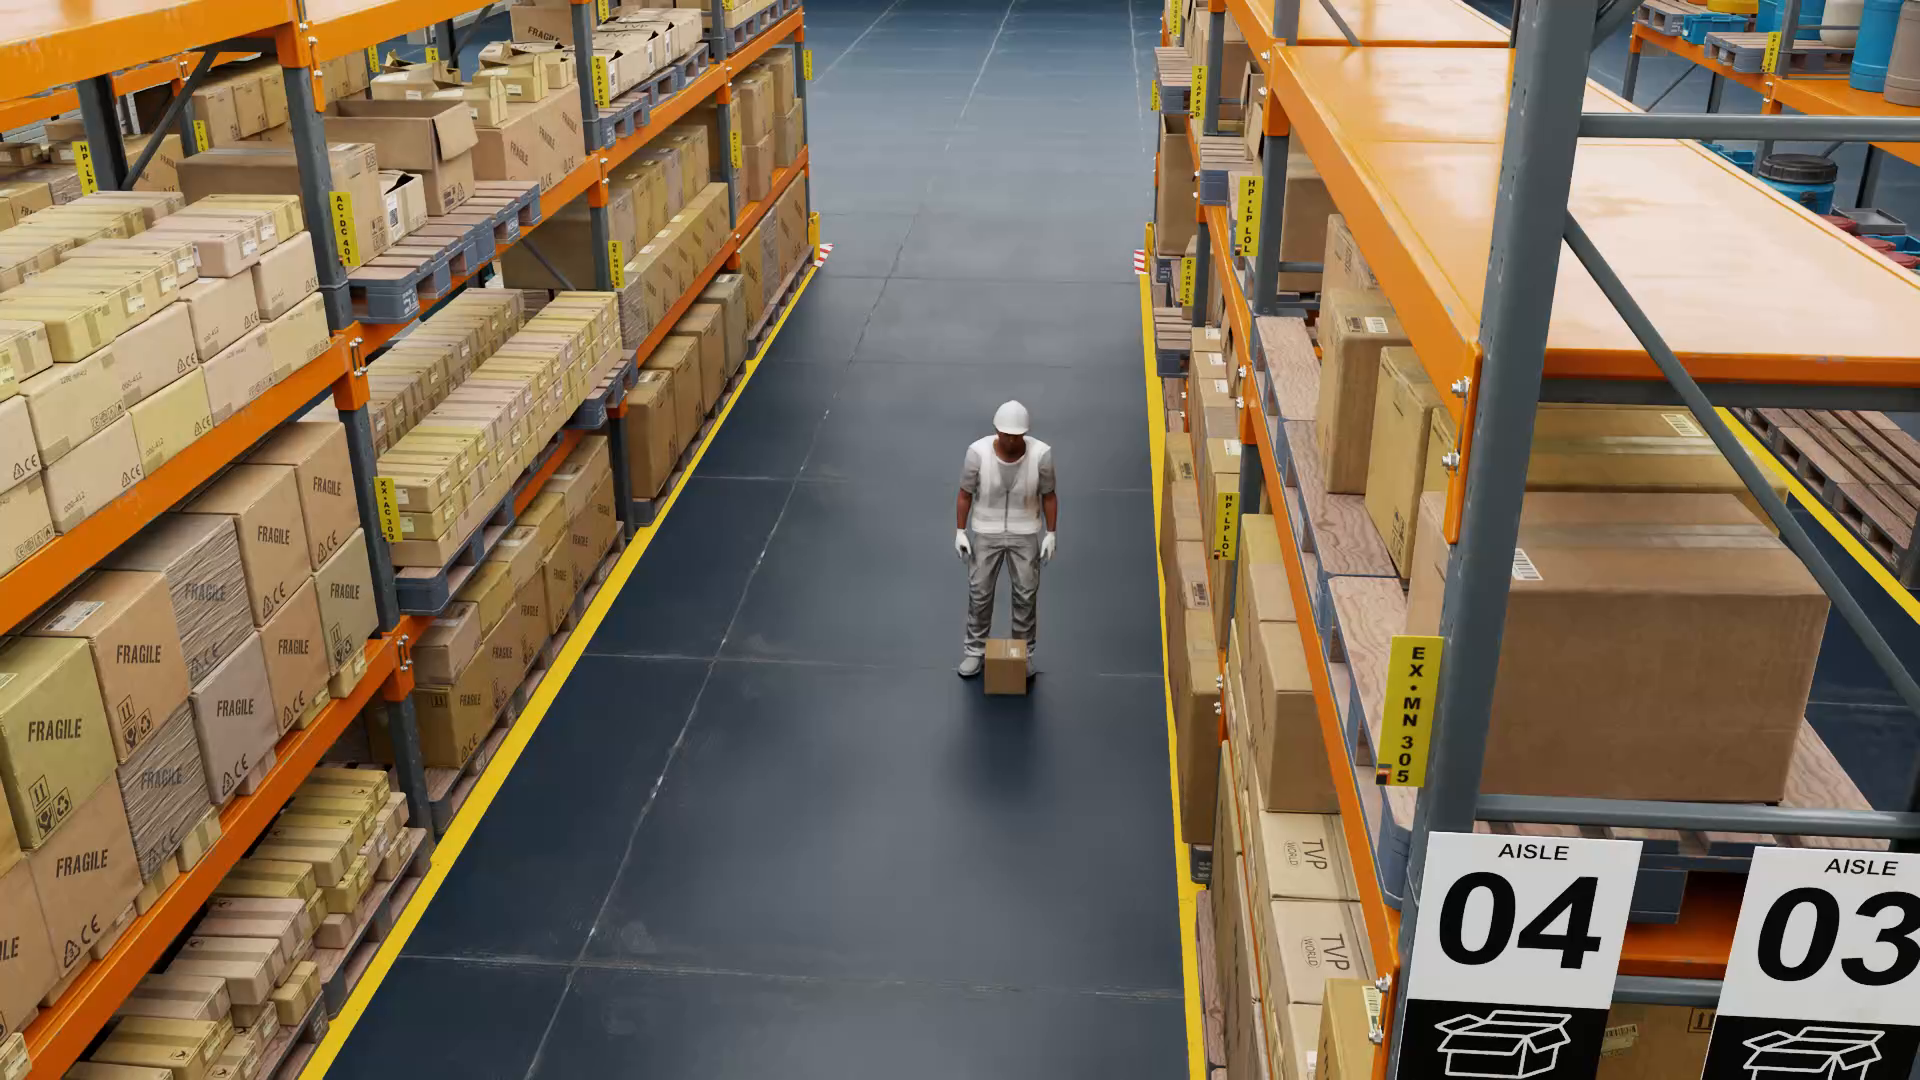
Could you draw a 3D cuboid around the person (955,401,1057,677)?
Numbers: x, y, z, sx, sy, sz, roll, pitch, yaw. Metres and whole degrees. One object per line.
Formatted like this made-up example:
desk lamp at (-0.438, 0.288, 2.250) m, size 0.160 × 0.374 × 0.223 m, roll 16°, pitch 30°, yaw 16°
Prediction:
person at (0.277, -0.015, 10.036) m, size 0.616 × 1.772 × 0.452 m, roll 1°, pitch 24°, yaw 2°
